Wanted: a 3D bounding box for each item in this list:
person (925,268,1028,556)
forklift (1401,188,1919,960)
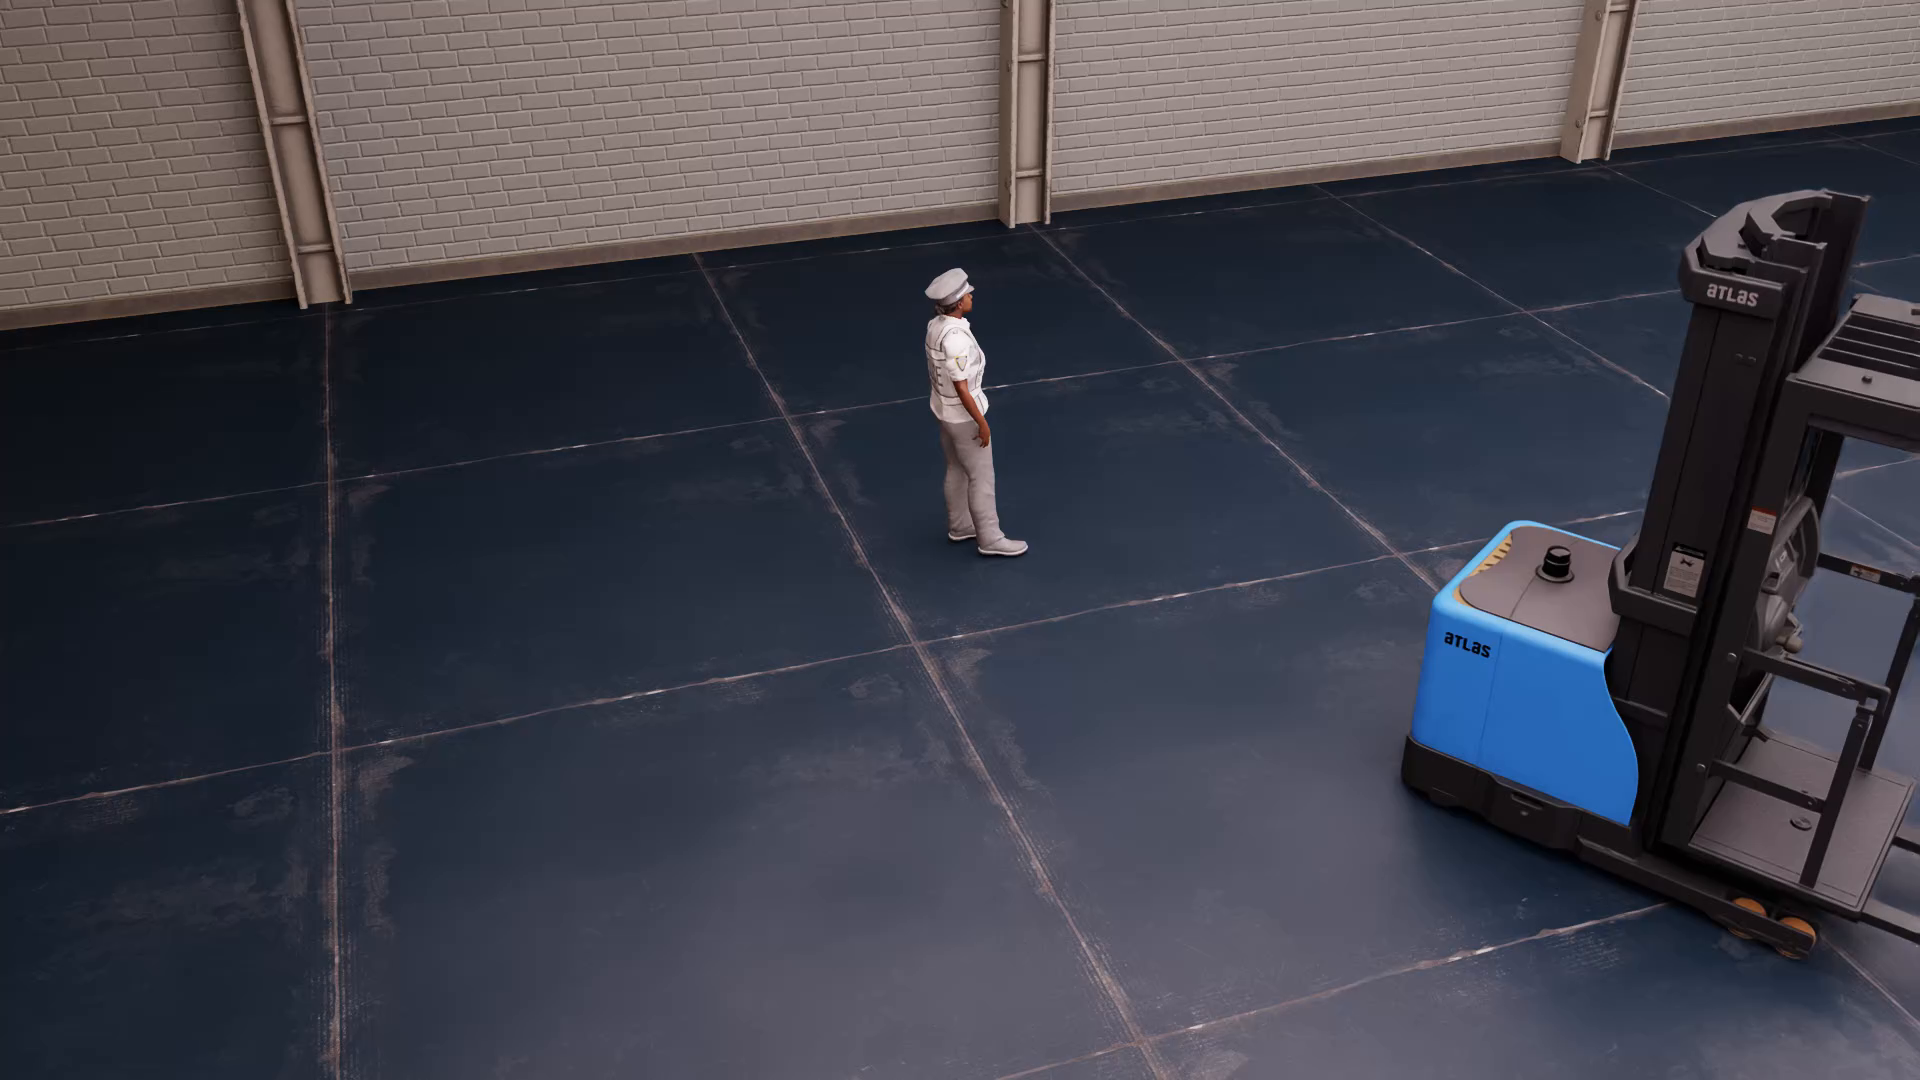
[{"bbox_3d":[0.078,-0.743,9.604,0.528,1.695,0.569,-10,31,-16],"label":"person"},{"bbox_3d":[3.579,0.182,6.770,3.031,2.935,1.130,21,36,32],"label":"forklift"}]
